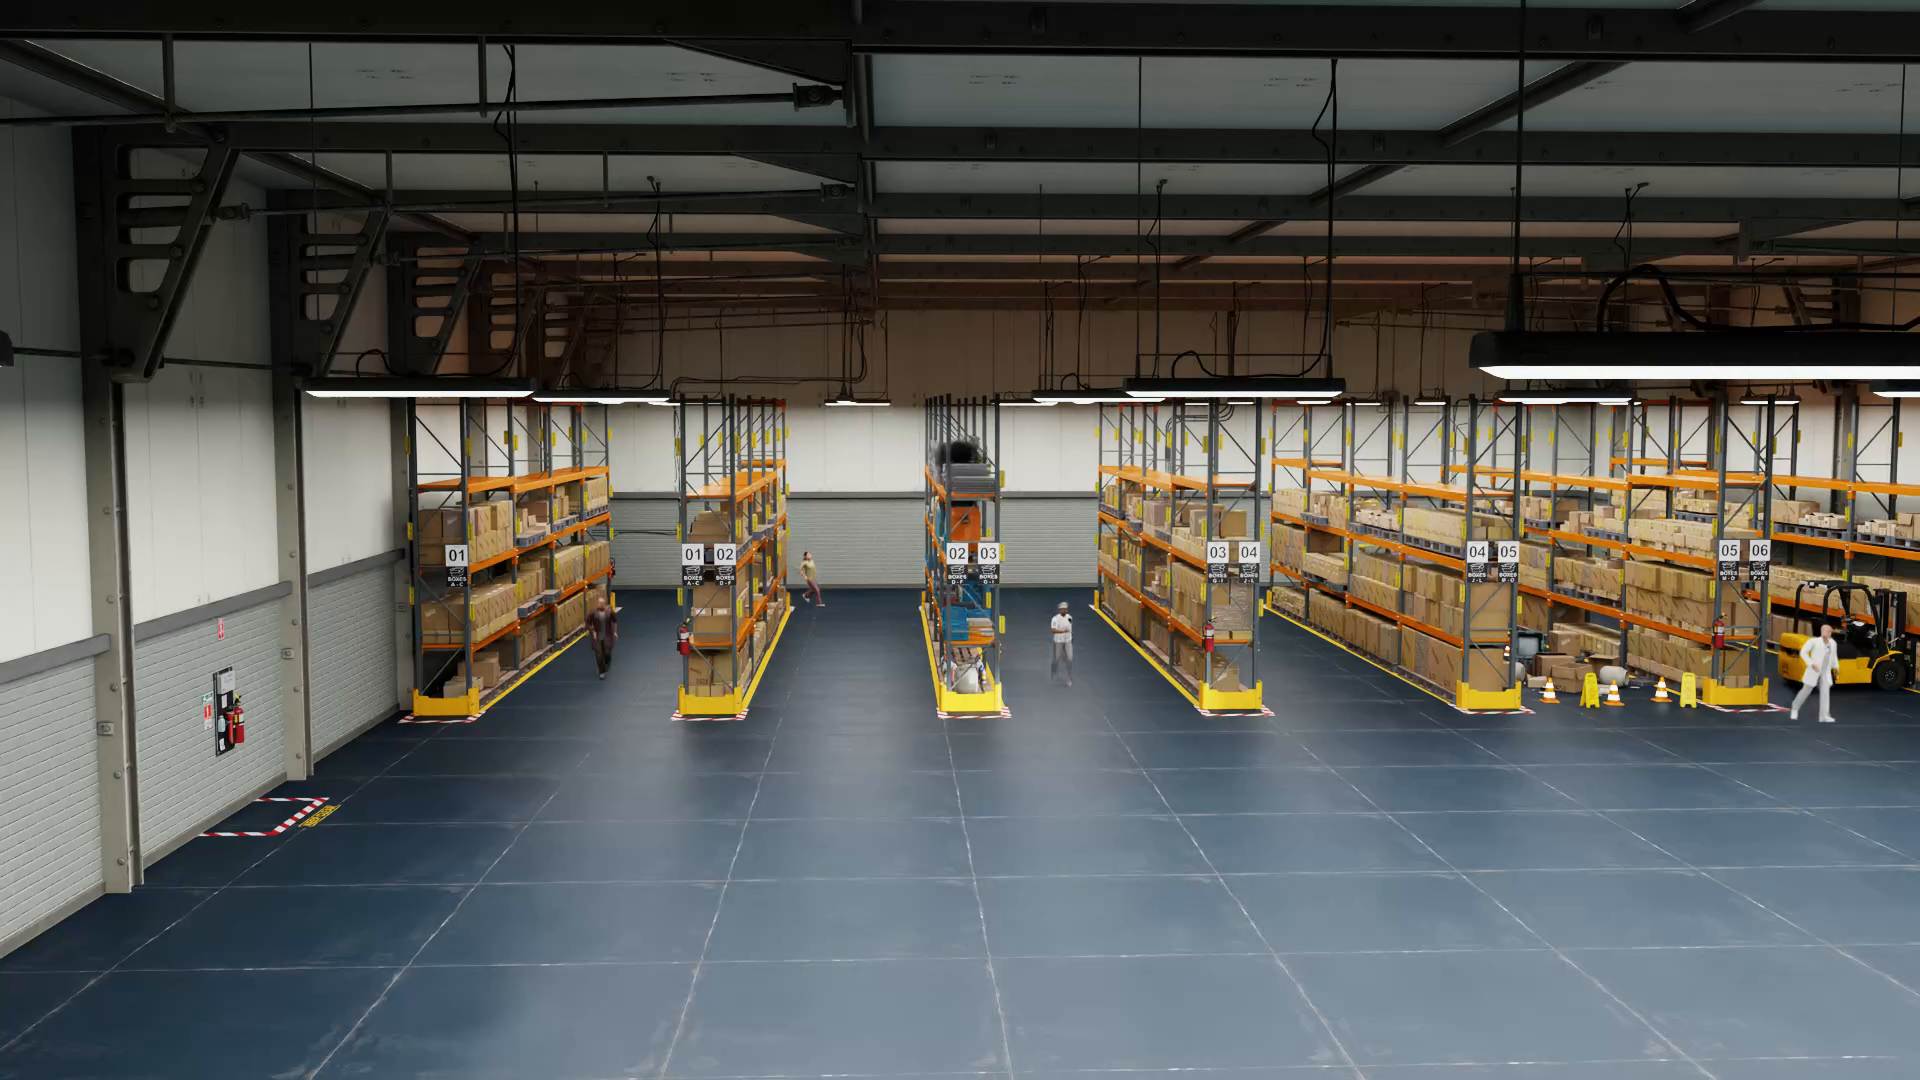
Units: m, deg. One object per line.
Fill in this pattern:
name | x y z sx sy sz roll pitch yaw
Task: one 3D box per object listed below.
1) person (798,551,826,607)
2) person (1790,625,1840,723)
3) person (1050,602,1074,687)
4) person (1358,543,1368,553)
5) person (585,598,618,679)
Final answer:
person | -4.339 1.125 47.981 0.801 1.608 0.629 3 5 32
person | 15.633 2.423 30.175 0.747 1.773 1.057 0 5 -2
person | 2.130 2.156 34.537 0.561 1.742 0.846 -2 5 -19
person | 11.984 0.963 49.351 0.816 1.775 0.614 -1 5 -16
person | -7.599 2.079 35.297 0.689 1.724 0.679 -1 5 -13
